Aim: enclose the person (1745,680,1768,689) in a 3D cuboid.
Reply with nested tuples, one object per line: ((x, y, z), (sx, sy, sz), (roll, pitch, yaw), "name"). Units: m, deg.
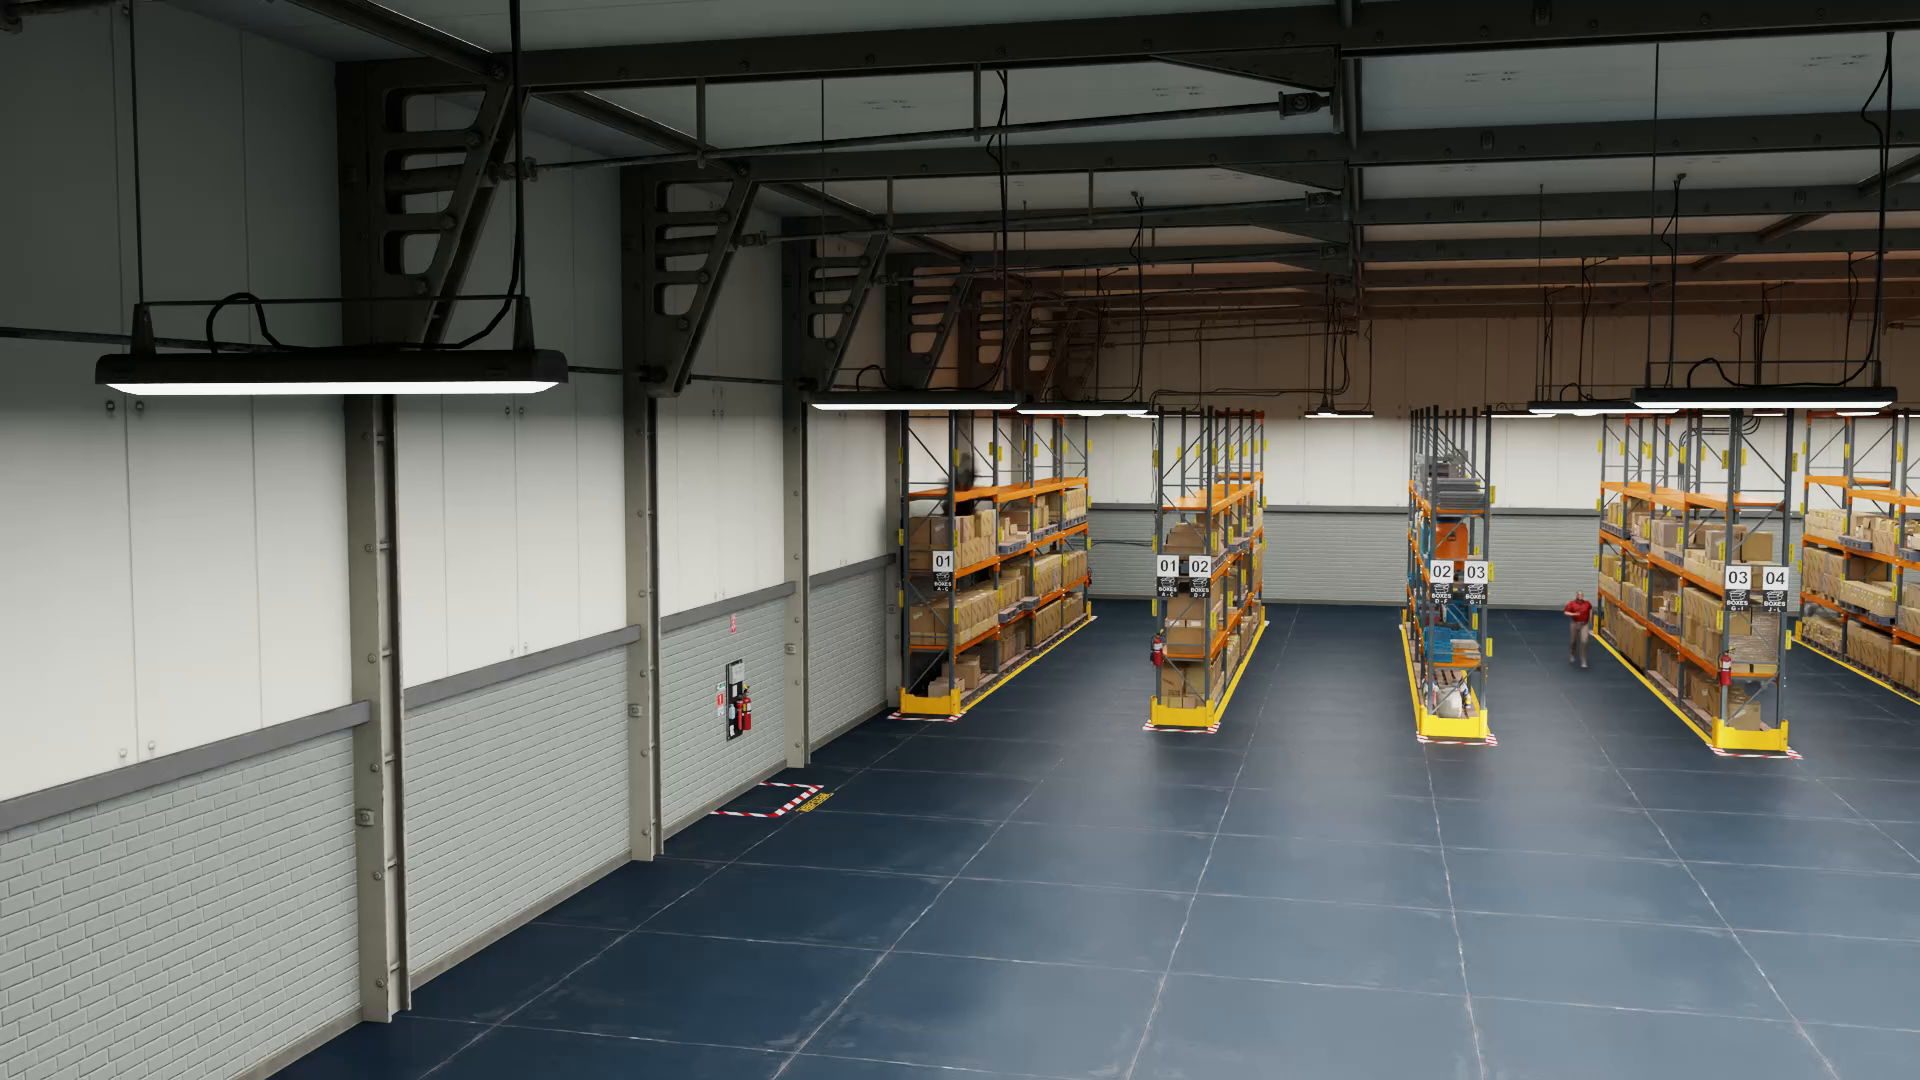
((17.192, 2.258, 35.877), (0.664, 1.844, 0.847), (1, 4, 13), "person")

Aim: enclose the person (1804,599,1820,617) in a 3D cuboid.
((22.859, 1.686, 44.557), (0.753, 1.679, 0.555), (-3, 5, -39), "person")

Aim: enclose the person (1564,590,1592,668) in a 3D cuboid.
((14.468, 2.068, 38.912), (0.664, 1.789, 0.847), (1, 4, 13), "person")
